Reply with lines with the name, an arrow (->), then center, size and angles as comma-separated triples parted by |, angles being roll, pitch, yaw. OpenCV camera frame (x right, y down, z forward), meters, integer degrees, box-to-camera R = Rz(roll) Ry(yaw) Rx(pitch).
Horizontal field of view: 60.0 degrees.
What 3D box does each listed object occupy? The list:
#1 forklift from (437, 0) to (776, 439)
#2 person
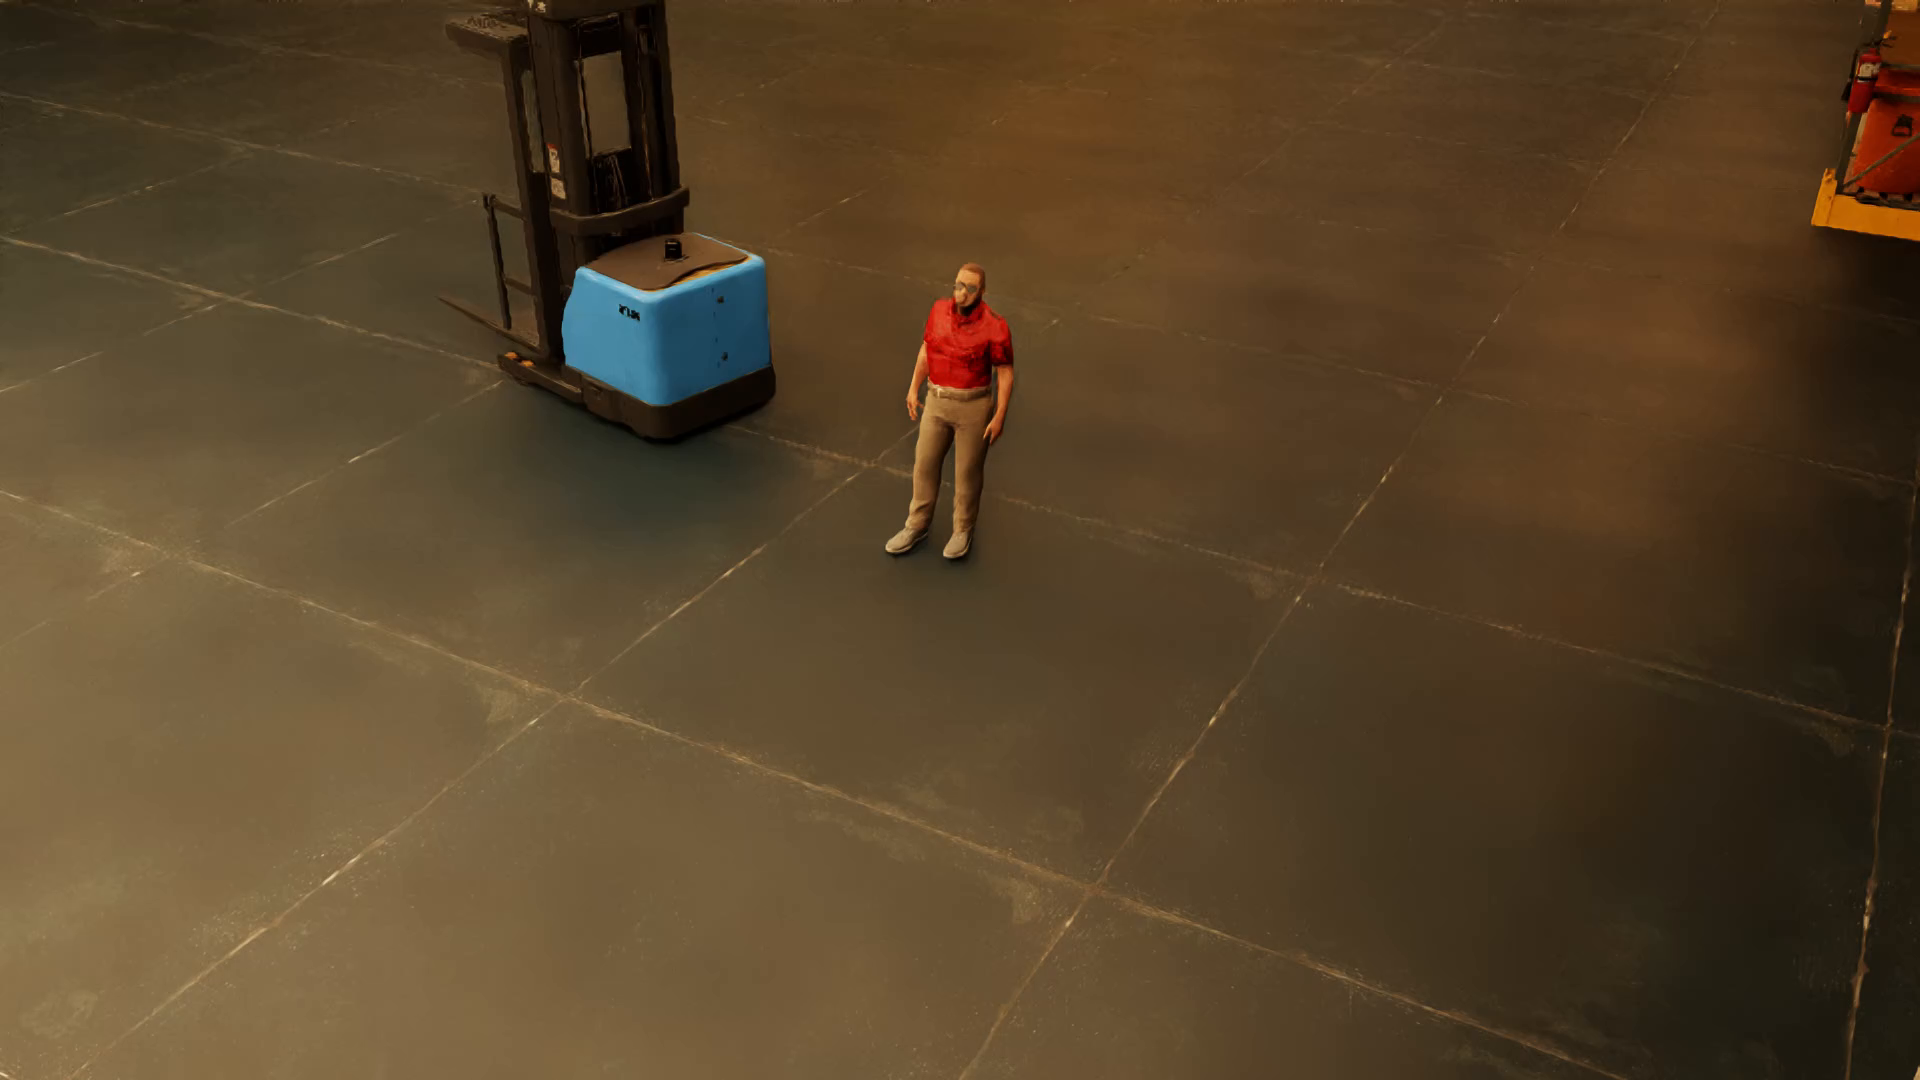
forklift -> -2.705, -2.564, 11.514 | 3.031, 2.935, 1.130 | 25, 39, 37
person -> -0.054, -0.719, 9.504 | 0.640, 1.727, 0.550 | 15, 33, 25
